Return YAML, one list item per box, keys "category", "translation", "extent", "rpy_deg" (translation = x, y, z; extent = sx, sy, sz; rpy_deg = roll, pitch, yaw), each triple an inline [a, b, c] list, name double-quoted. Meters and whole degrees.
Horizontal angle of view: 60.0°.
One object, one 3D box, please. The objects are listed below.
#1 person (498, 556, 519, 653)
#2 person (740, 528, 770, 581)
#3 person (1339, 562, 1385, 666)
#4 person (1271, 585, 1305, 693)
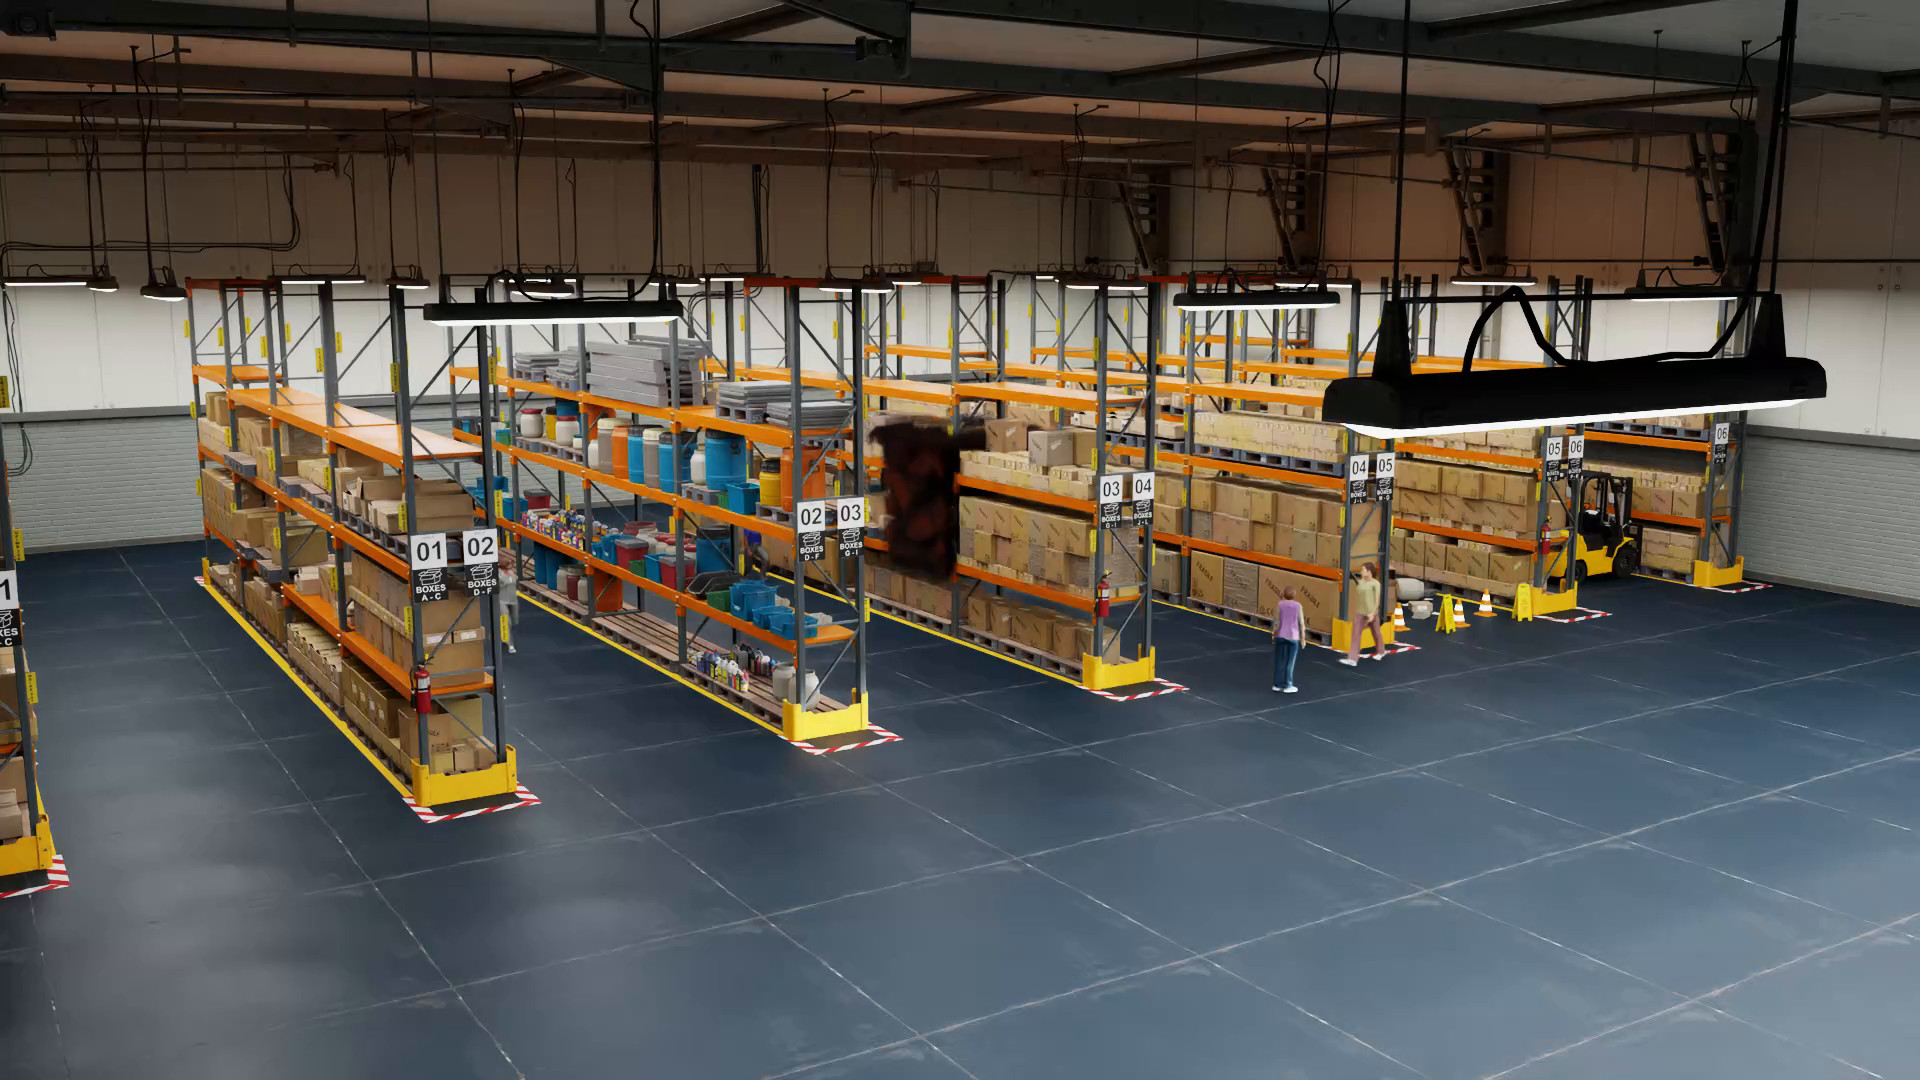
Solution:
- category: "person"
  translation: [-7.428, 1.028, 27.112]
  extent: [0.437, 1.561, 0.703]
  rpy_deg: [-7, 12, -37]
- category: "person"
  translation: [-3.945, 0.085, 31.680]
  extent: [0.451, 1.444, 0.928]
  rpy_deg: [-5, 11, -28]
- category: "person"
  translation: [6.394, 1.157, 26.191]
  extent: [0.468, 1.611, 1.030]
  rpy_deg: [7, 12, 38]
- category: "person"
  translation: [4.849, 1.462, 24.525]
  extent: [0.491, 1.608, 0.329]
  rpy_deg: [3, 10, 19]
